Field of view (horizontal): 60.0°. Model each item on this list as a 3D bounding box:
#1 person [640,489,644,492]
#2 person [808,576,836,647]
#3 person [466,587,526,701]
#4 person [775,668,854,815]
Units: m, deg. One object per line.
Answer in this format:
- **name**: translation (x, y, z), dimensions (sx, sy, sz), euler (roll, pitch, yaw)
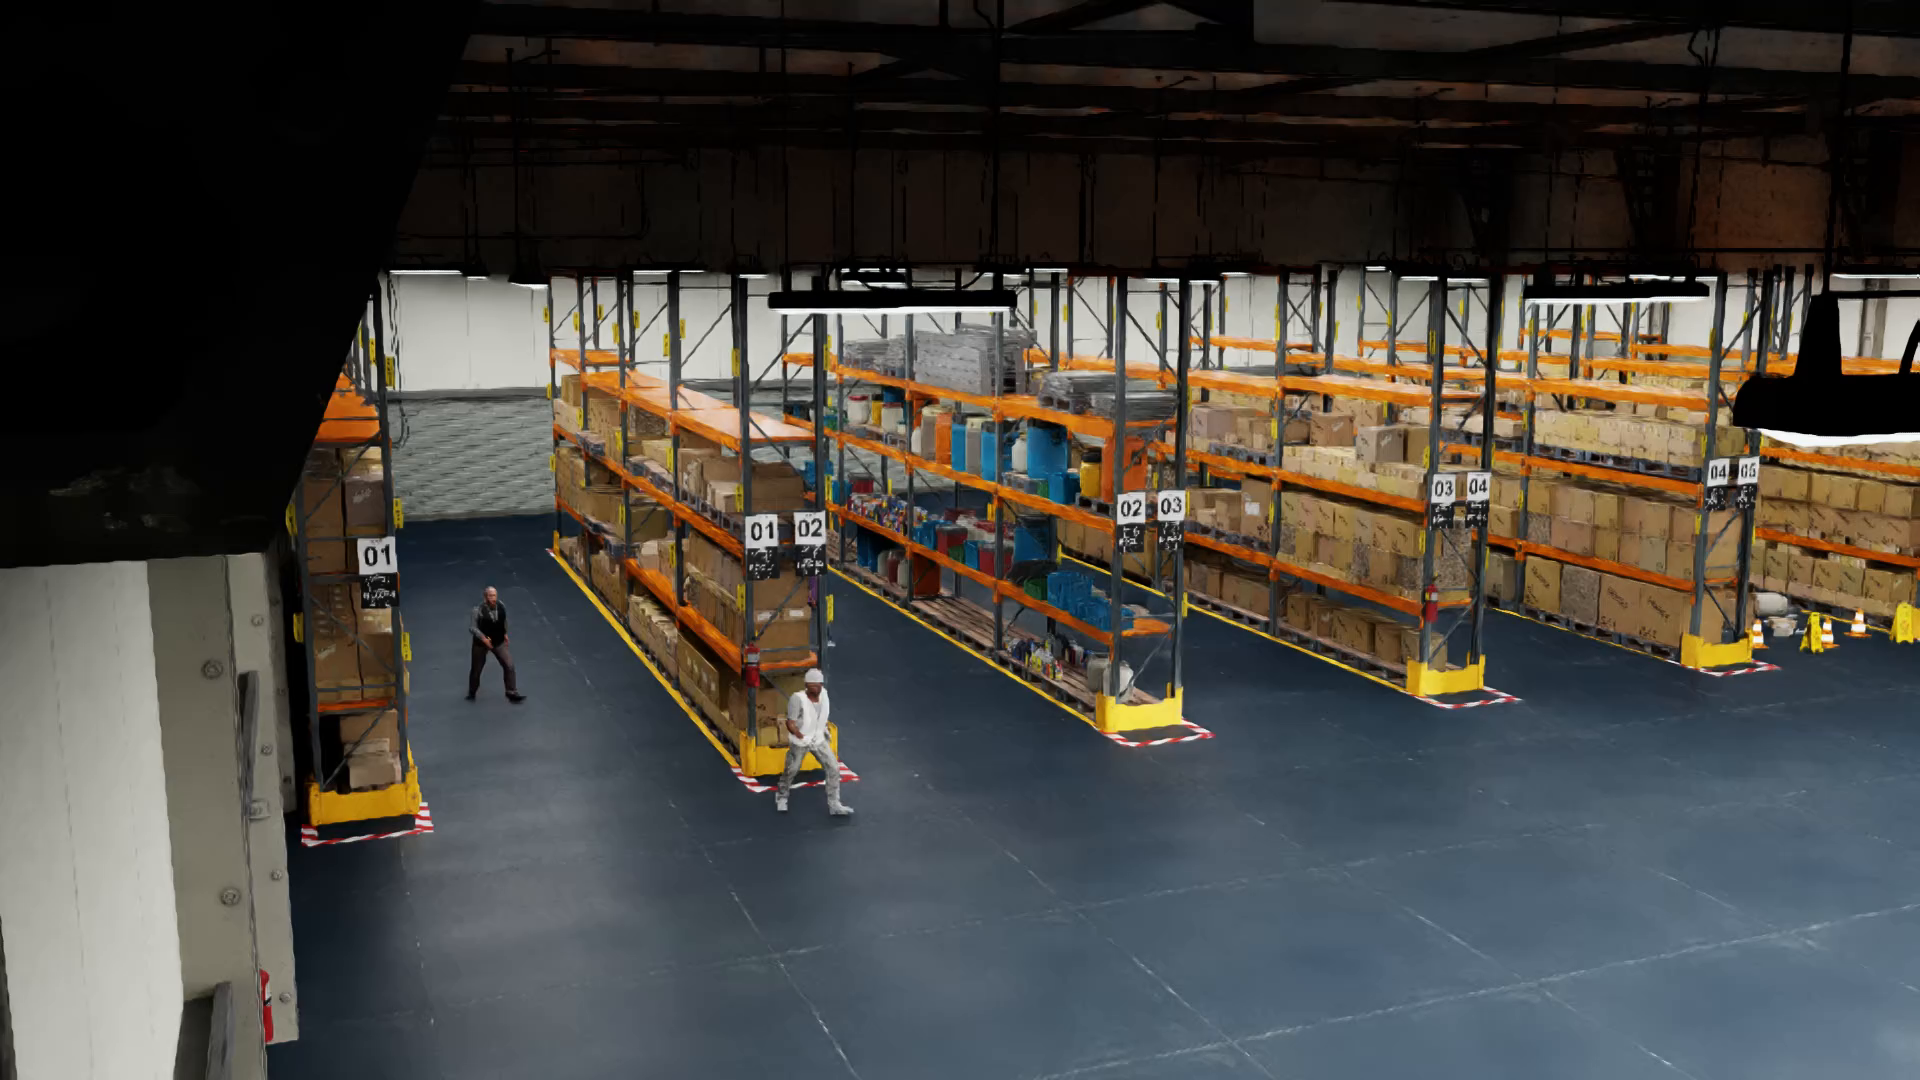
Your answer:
- **person**: translation (-7.374, -1.136, 38.130), dimensions (0.607, 1.752, 0.573), euler (3, 10, 14)
- **person**: translation (-2.349, 0.935, 26.788), dimensions (0.412, 1.533, 0.955), euler (-6, 11, -29)
- **person**: translation (-6.638, 1.455, 23.494), dimensions (0.683, 1.662, 0.837), euler (-8, 12, -37)
- **person**: translation (-1.702, 2.256, 18.725), dimensions (0.701, 1.717, 0.849), euler (-8, 12, -37)
